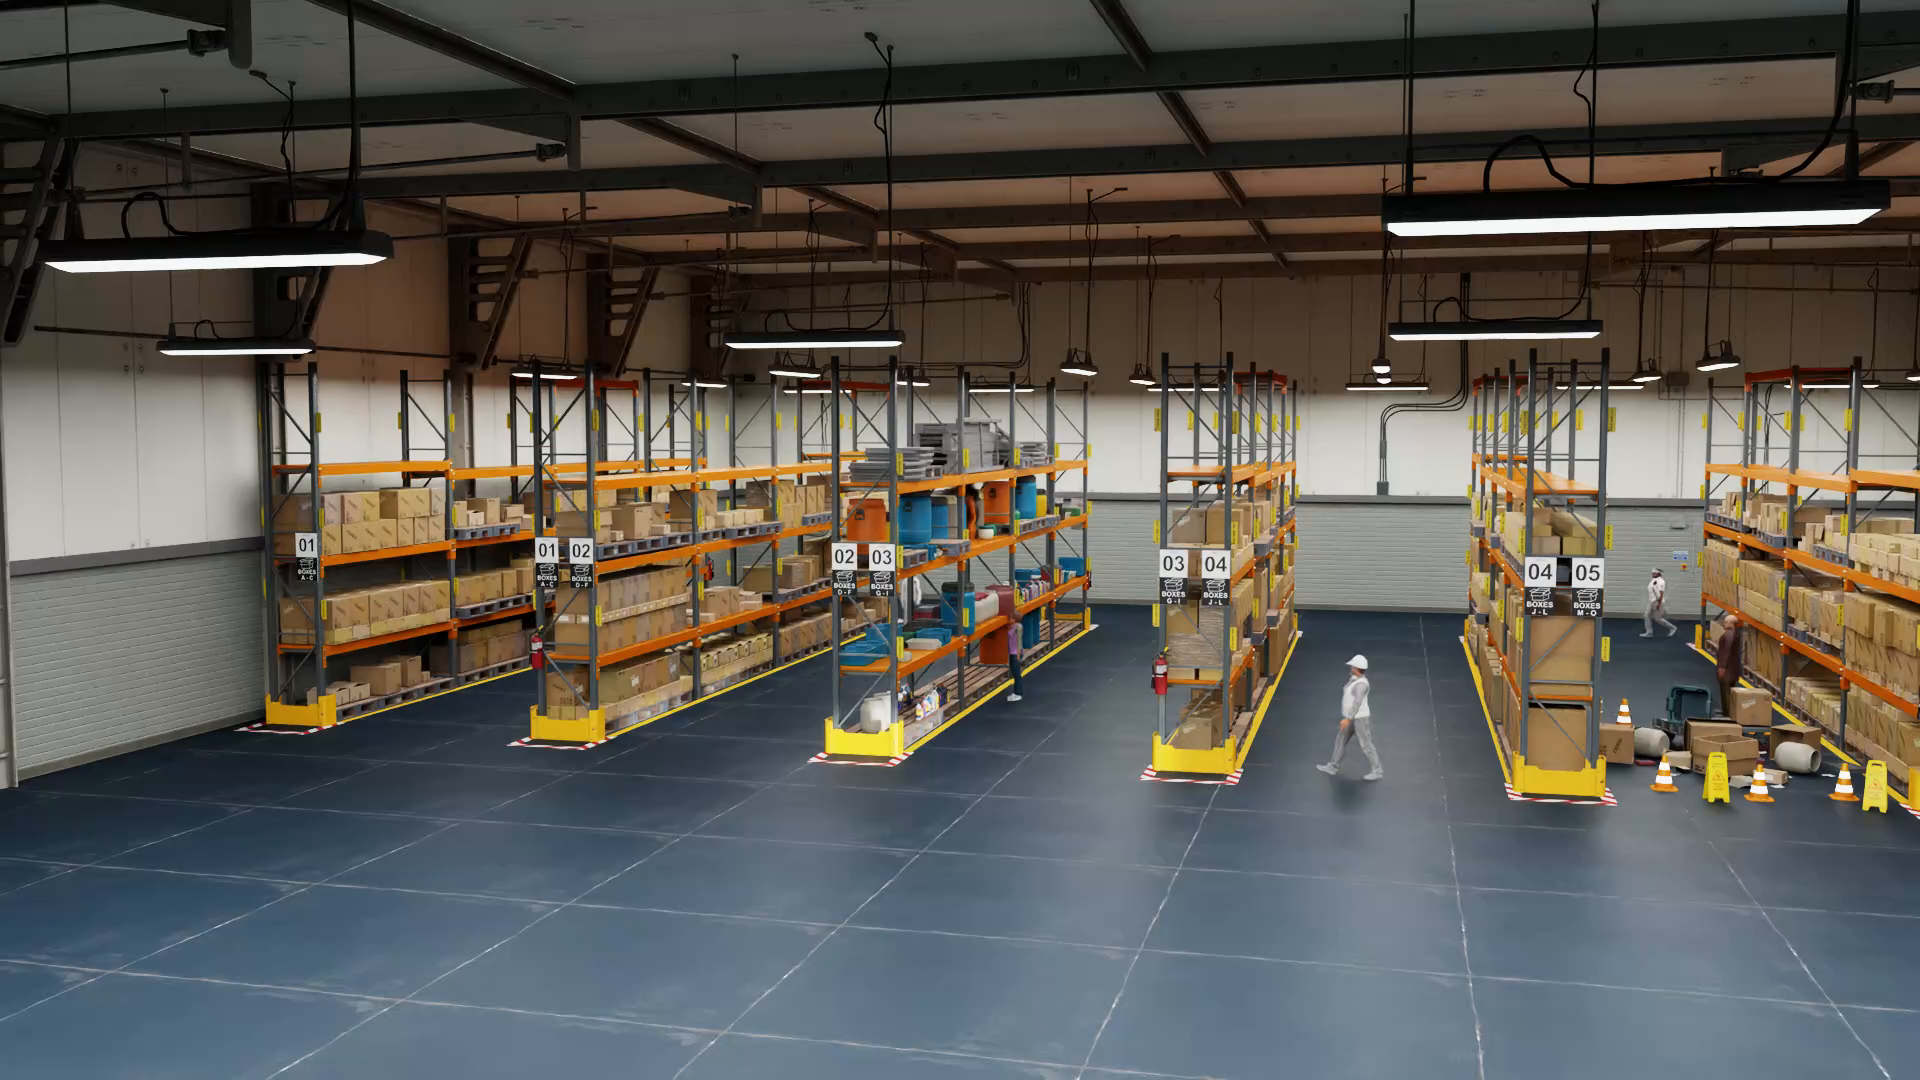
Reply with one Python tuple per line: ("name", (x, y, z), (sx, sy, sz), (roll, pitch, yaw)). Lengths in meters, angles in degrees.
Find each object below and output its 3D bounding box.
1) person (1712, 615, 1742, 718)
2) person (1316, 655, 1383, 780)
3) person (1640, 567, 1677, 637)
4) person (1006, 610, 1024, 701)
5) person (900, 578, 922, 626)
("person", (12.925, 2.142, 28.107), (0.595, 1.774, 0.620), (-2, 5, -31))
("person", (5.508, 2.480, 23.401), (0.821, 1.743, 0.646), (0, 4, -5))
("person", (16.227, 1.444, 38.635), (0.777, 1.640, 0.471), (0, 4, 5))
("person", (0.980, 2.077, 29.998), (0.362, 1.607, 0.495), (-1, 4, -13))
("person", (-1.160, 1.430, 39.098), (0.525, 1.634, 0.956), (1, 4, 9))
